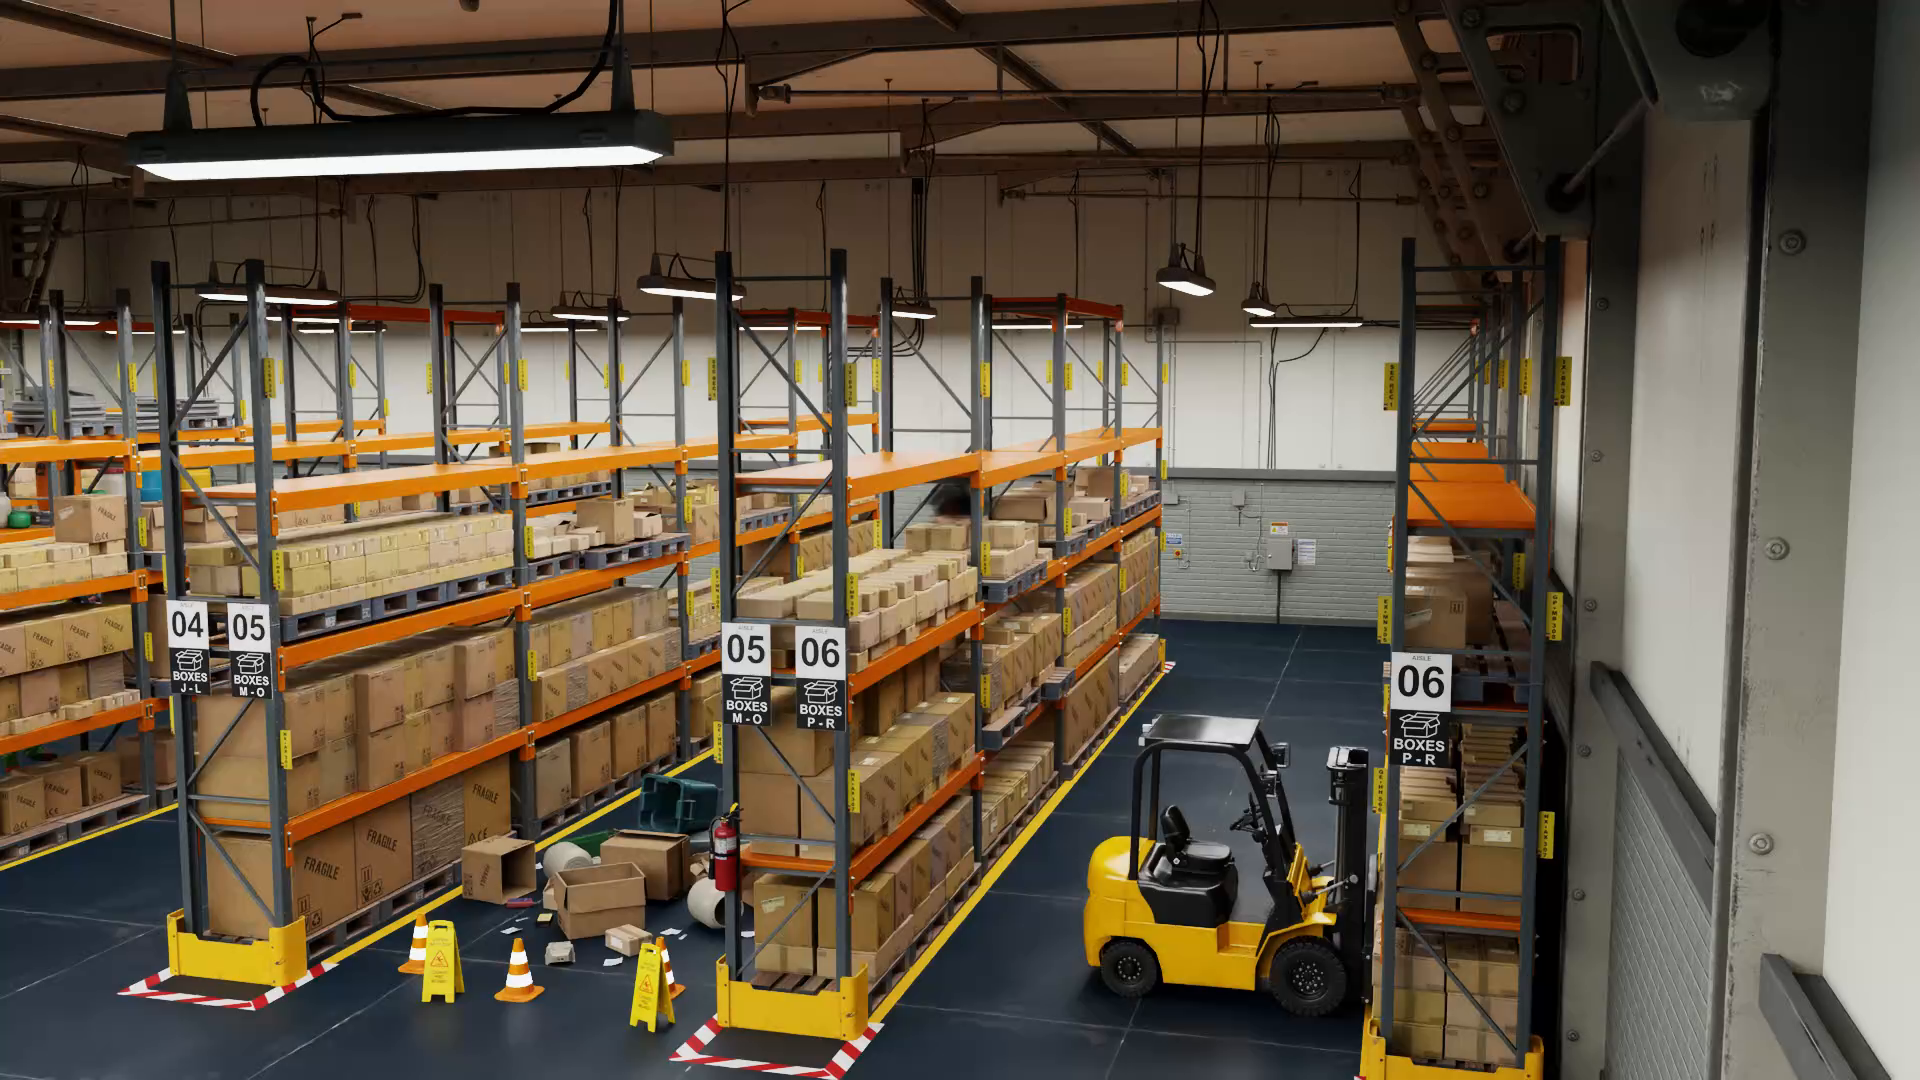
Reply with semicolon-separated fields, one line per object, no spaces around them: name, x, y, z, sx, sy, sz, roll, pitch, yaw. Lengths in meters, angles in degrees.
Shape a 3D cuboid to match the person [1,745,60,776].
person;-11.284;2.173;20.058;0.669;1.760;0.858;2;6;14
